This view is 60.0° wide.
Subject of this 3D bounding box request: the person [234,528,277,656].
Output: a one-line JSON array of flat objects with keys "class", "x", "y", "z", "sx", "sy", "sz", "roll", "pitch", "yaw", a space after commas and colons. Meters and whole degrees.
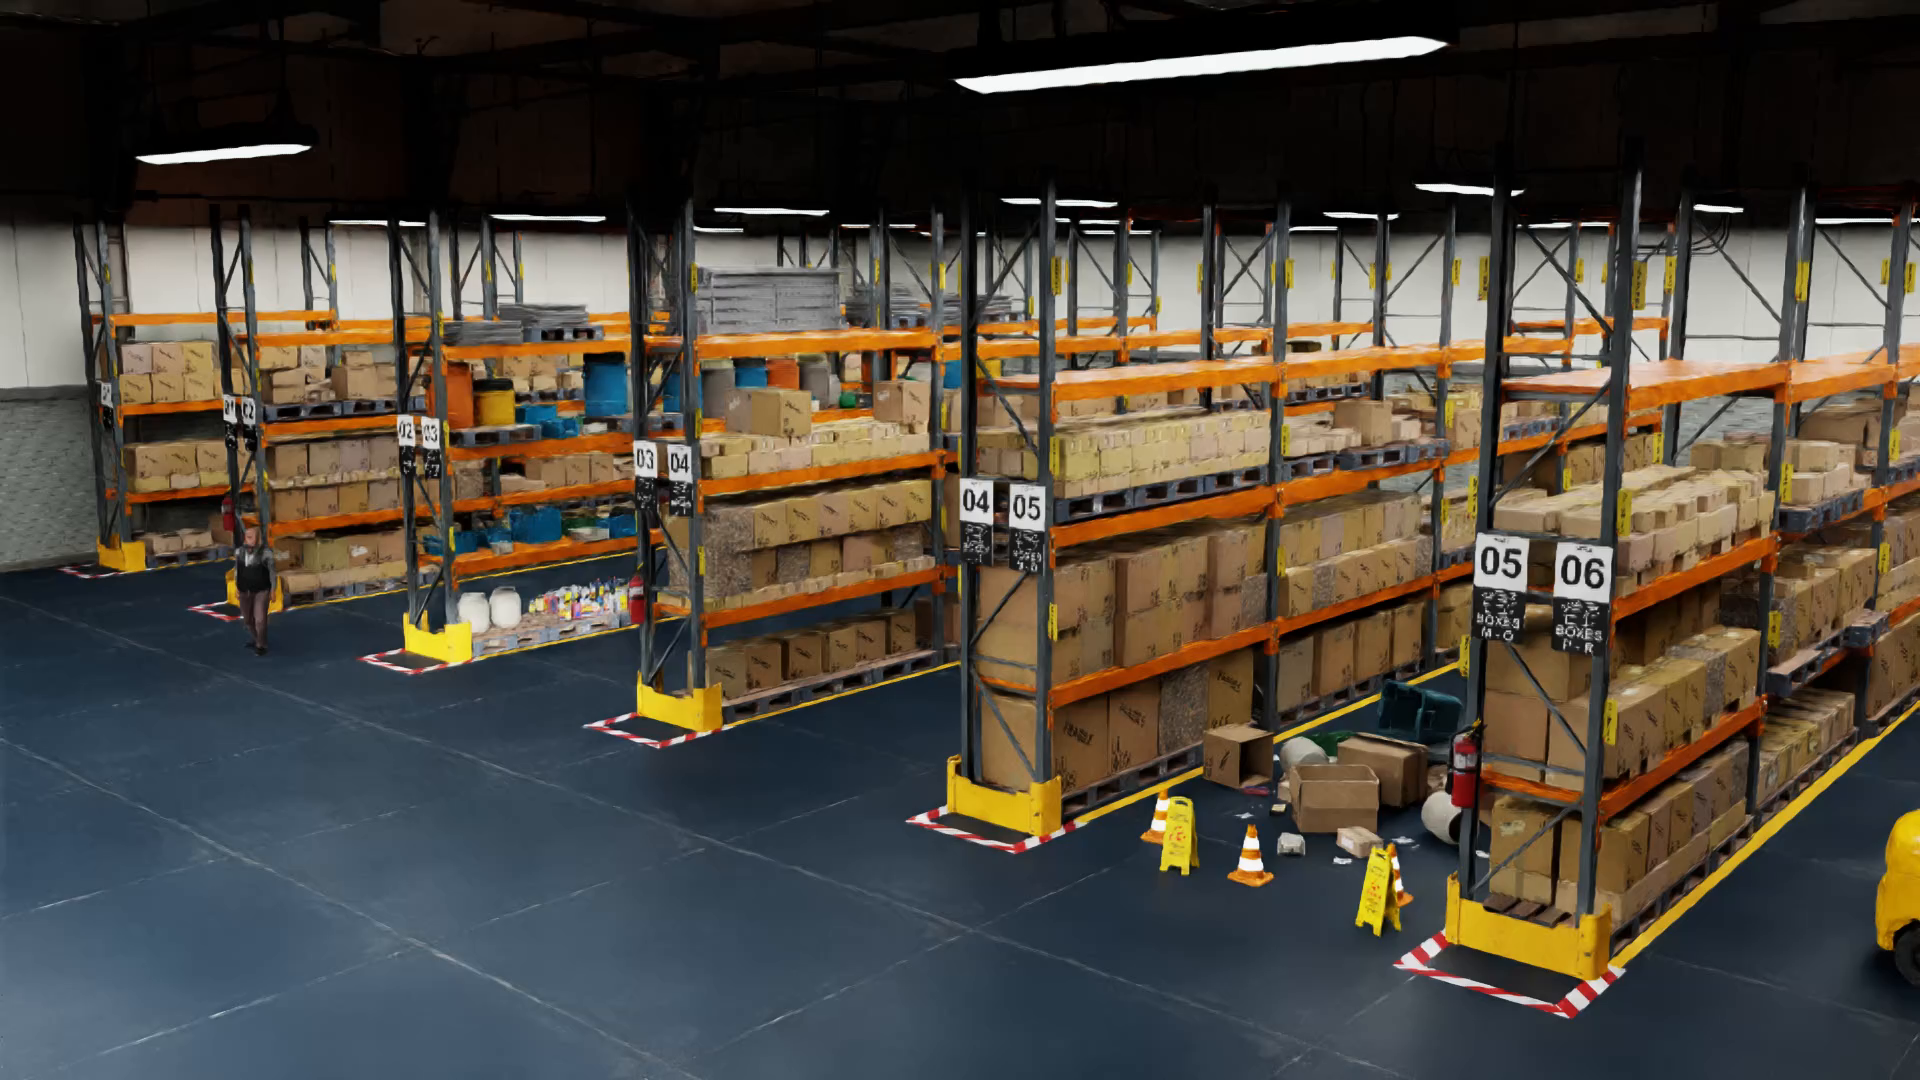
[{"class": "person", "x": -9.362, "y": 0.661, "z": 22.173, "sx": 0.571, "sy": 1.708, "sz": 0.549, "roll": 1, "pitch": 10, "yaw": 5}]
